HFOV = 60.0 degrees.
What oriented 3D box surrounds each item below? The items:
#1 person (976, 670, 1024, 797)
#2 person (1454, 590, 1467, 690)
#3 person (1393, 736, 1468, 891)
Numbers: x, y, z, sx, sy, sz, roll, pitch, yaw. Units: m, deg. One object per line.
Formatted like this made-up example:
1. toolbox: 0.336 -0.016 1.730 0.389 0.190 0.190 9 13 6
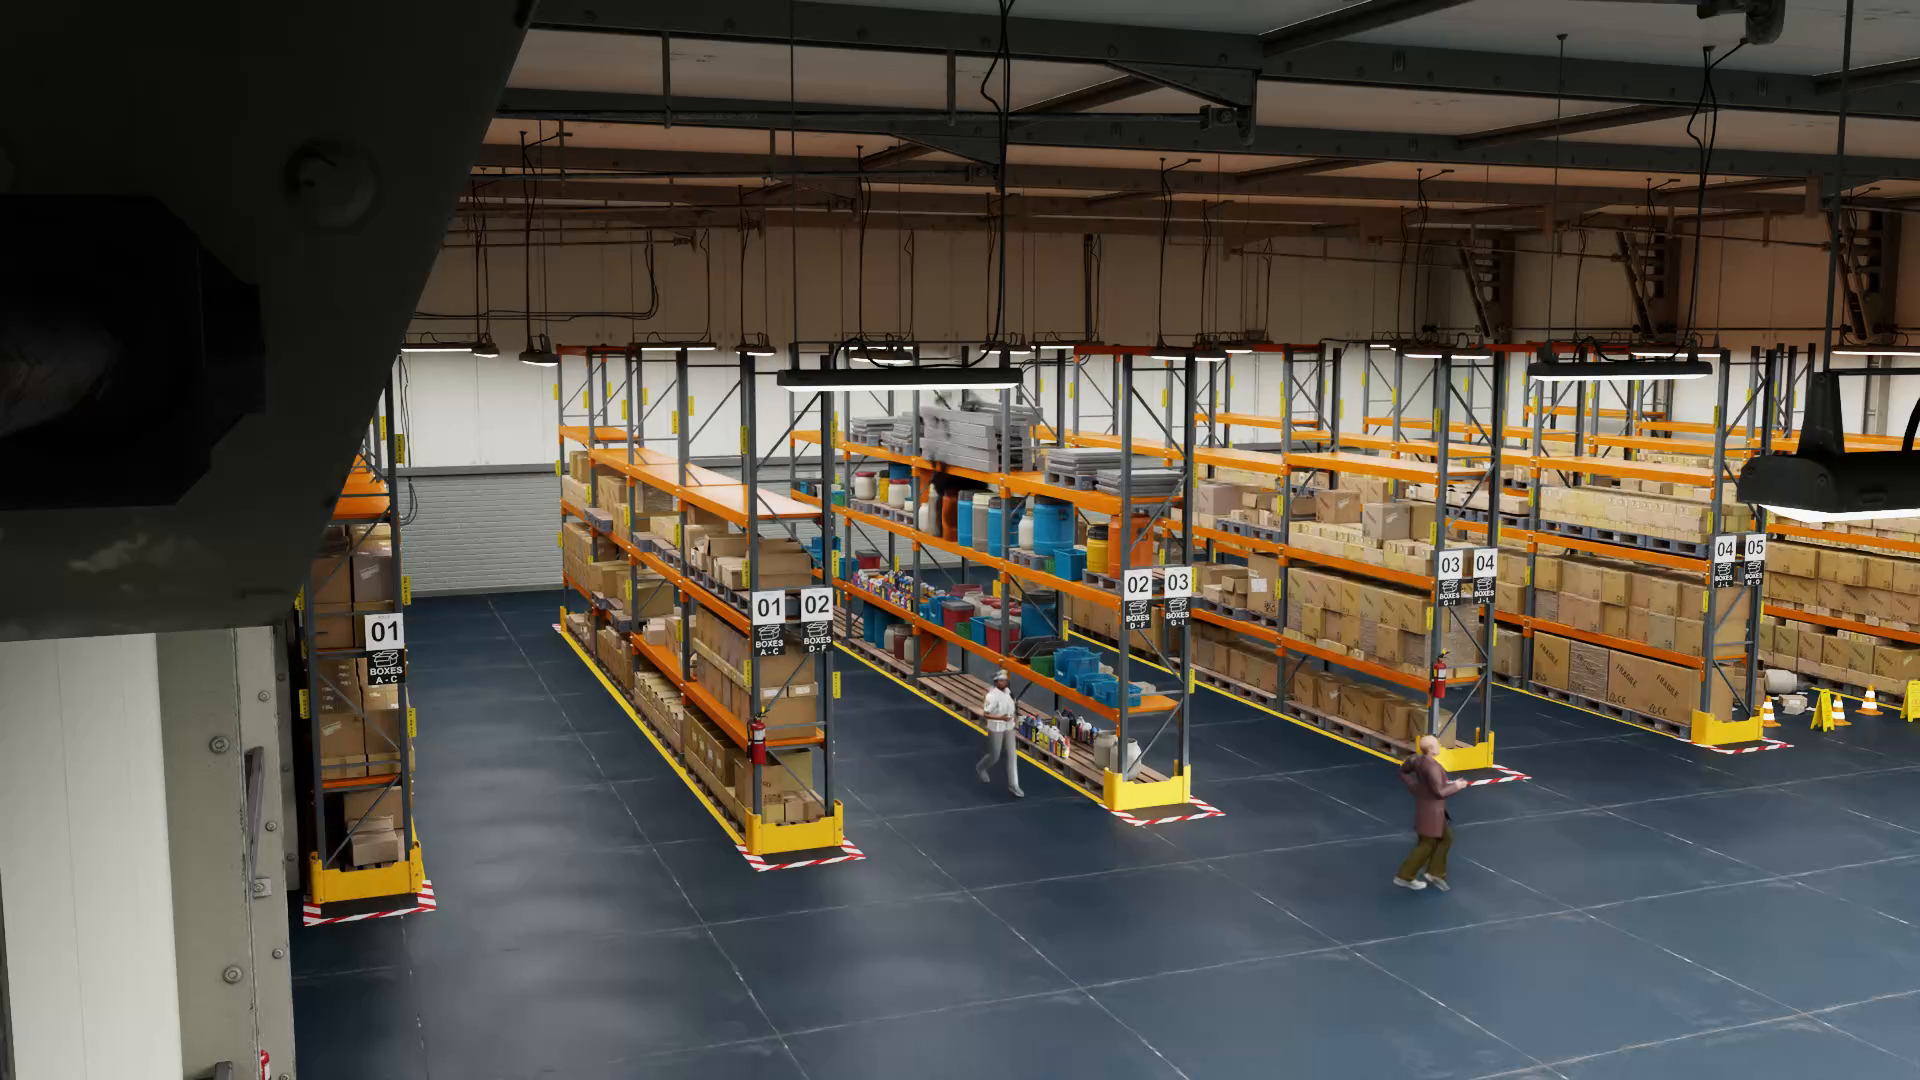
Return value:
1. person: 0.551 2.597 22.726 0.579 1.699 0.923 -5 9 -36
2. person: 8.802 1.751 29.181 0.644 1.751 0.642 -5 9 -34
3. person: 5.272 3.095 18.654 0.793 1.844 0.685 0 7 2
